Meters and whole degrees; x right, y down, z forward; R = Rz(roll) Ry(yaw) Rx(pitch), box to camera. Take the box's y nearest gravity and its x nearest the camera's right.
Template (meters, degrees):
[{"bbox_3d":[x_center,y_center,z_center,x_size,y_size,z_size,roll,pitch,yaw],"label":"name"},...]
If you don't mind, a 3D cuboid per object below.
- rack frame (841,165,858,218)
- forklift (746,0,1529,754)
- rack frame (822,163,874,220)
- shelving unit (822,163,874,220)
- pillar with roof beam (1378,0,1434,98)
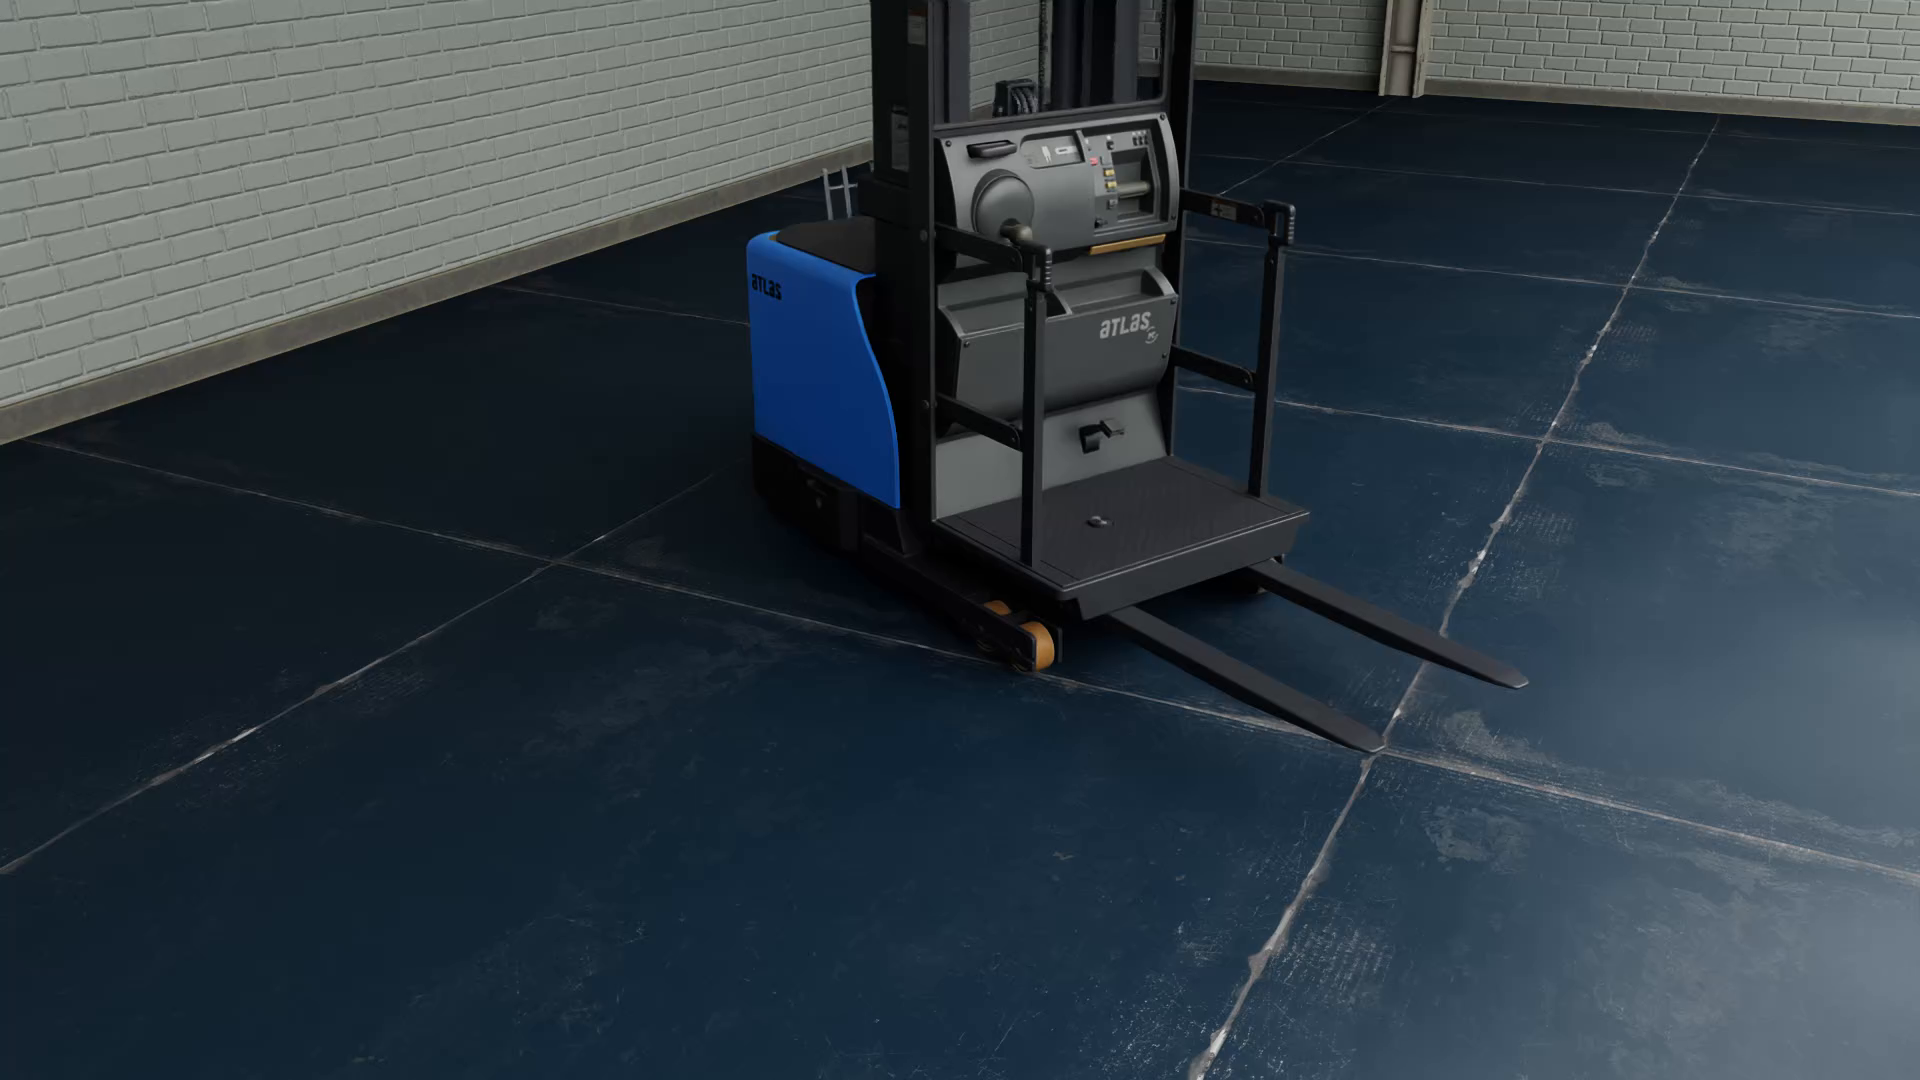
[{"bbox_3d":[-0.310,-0.952,6.888,0.240,1.200,0.006,-13,14,-28],"label":"rack frame"},{"bbox_3d":[0.461,-1.141,5.187,1.130,2.935,3.031,-16,28,-33],"label":"forklift"},{"bbox_3d":[-0.400,-0.976,7.046,0.240,1.200,0.006,-13,14,-28],"label":"rack frame"},{"bbox_3d":[-0.355,-0.964,6.967,0.258,1.200,0.189,-13,14,-28],"label":"shelving unit"},{"bbox_3d":[2.536,-7.161,11.590,0.400,9.000,9.100,11,25,25],"label":"pillar with roof beam"}]
